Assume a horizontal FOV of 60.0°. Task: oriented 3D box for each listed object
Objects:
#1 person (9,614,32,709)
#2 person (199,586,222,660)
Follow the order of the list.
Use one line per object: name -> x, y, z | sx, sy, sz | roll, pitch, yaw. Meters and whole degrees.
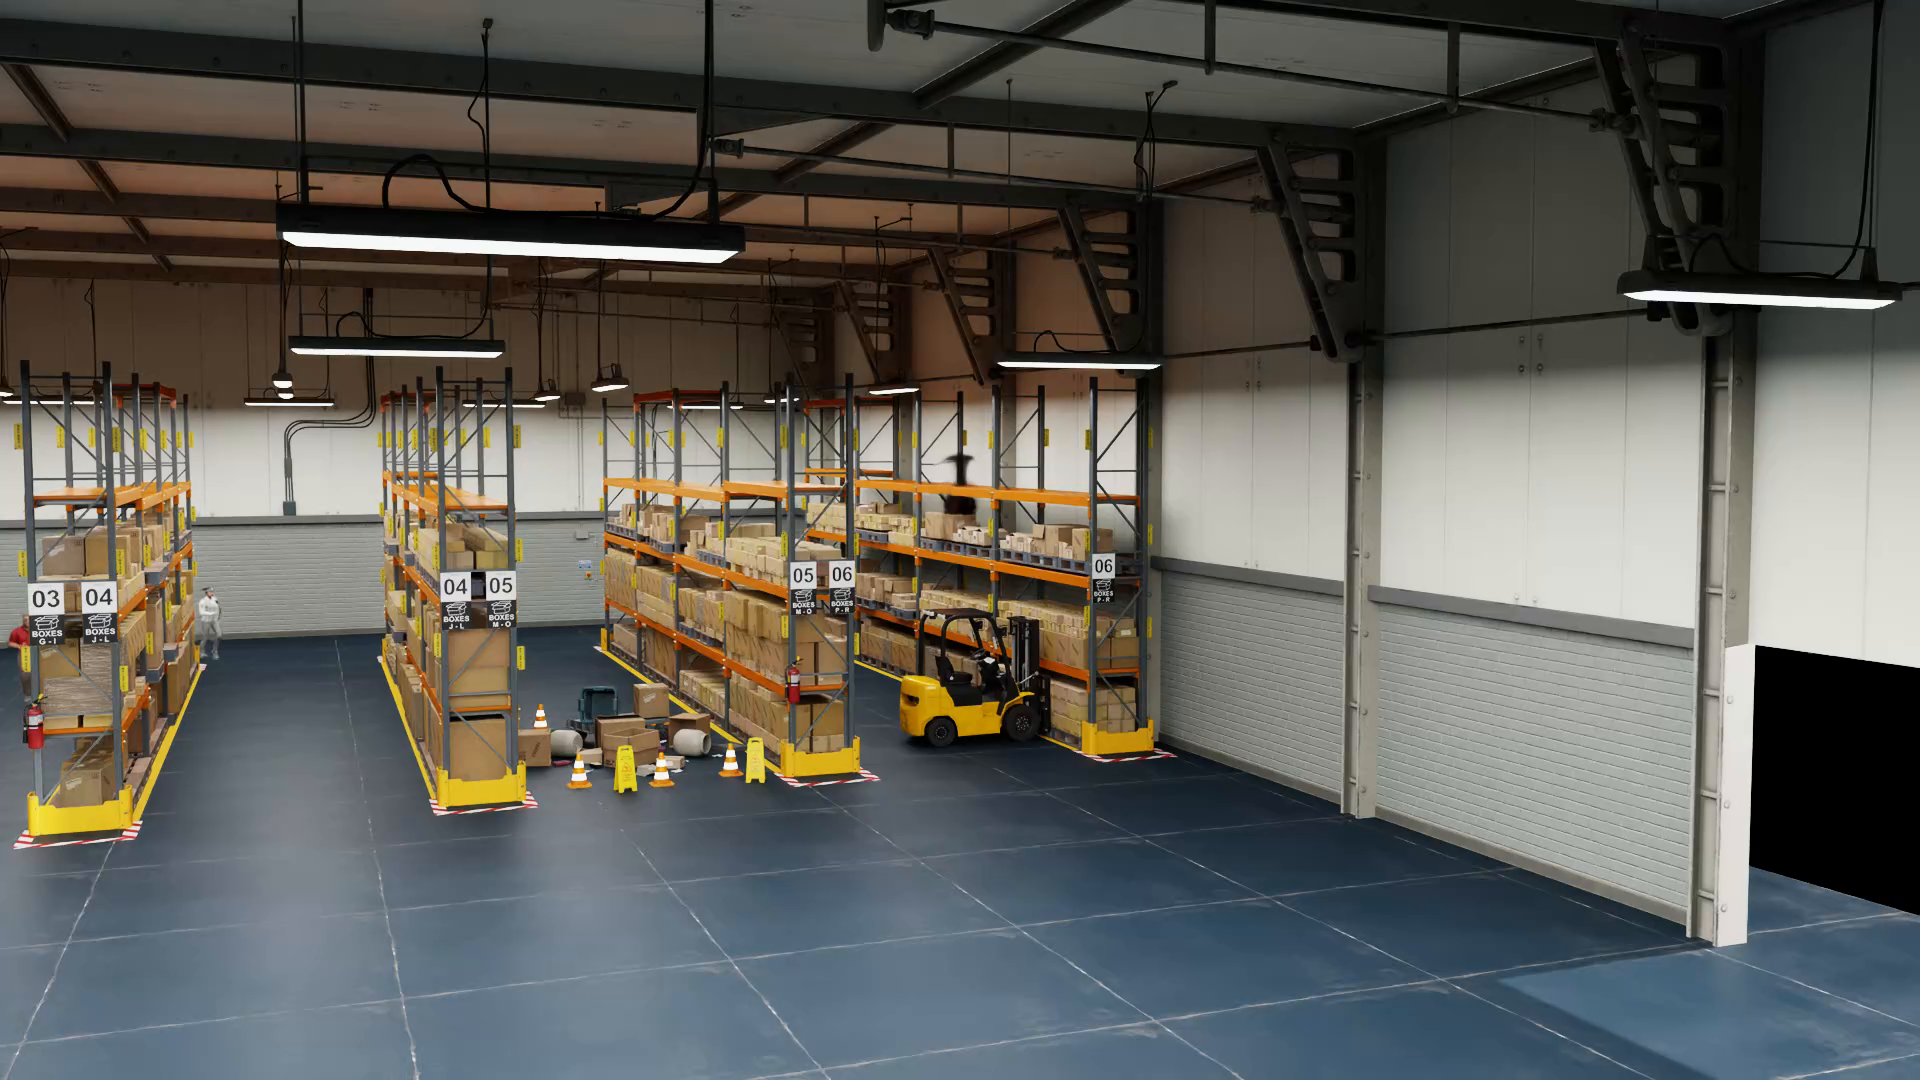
person -> -17.439, 2.276, 31.139 | 0.613, 1.796, 0.875 | -2, 4, -25
person -> -17.052, 1.889, 37.827 | 0.789, 1.717, 0.569 | 3, 4, 38
